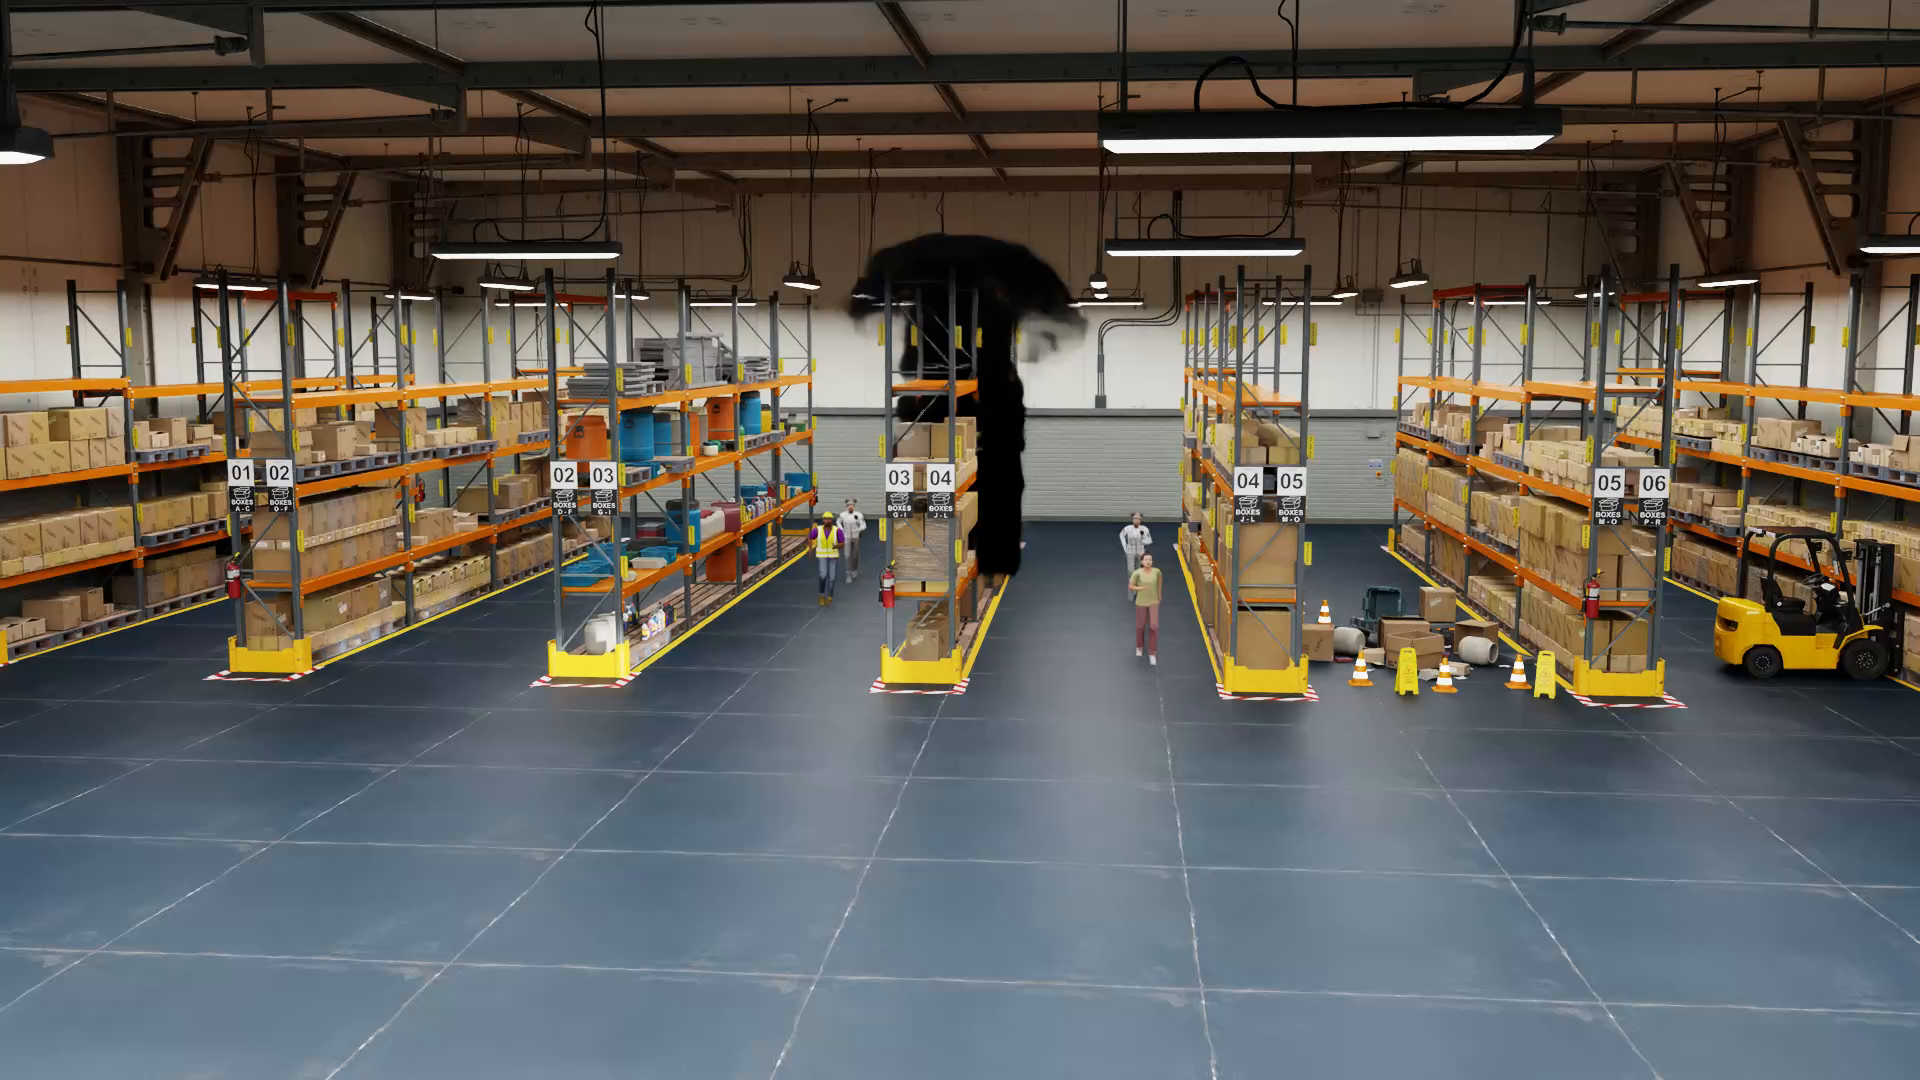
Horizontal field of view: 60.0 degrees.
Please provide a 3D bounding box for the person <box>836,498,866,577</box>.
[{"bbox_3d":[-2.238,-0.067,34.239,0.619,1.609,0.688,0,7,-3],"label":"person"}]

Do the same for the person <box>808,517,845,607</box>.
[{"bbox_3d":[-2.483,0.379,31.102,0.672,1.745,0.720,-1,7,-10],"label":"person"}]

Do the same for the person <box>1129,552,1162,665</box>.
[{"bbox_3d":[2.878,1.040,25.820,0.564,1.738,0.780,0,7,-2],"label":"person"}]

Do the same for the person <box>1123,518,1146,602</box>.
[{"bbox_3d":[3.351,0.327,31.929,0.430,1.687,0.782,0,7,-1],"label":"person"}]
